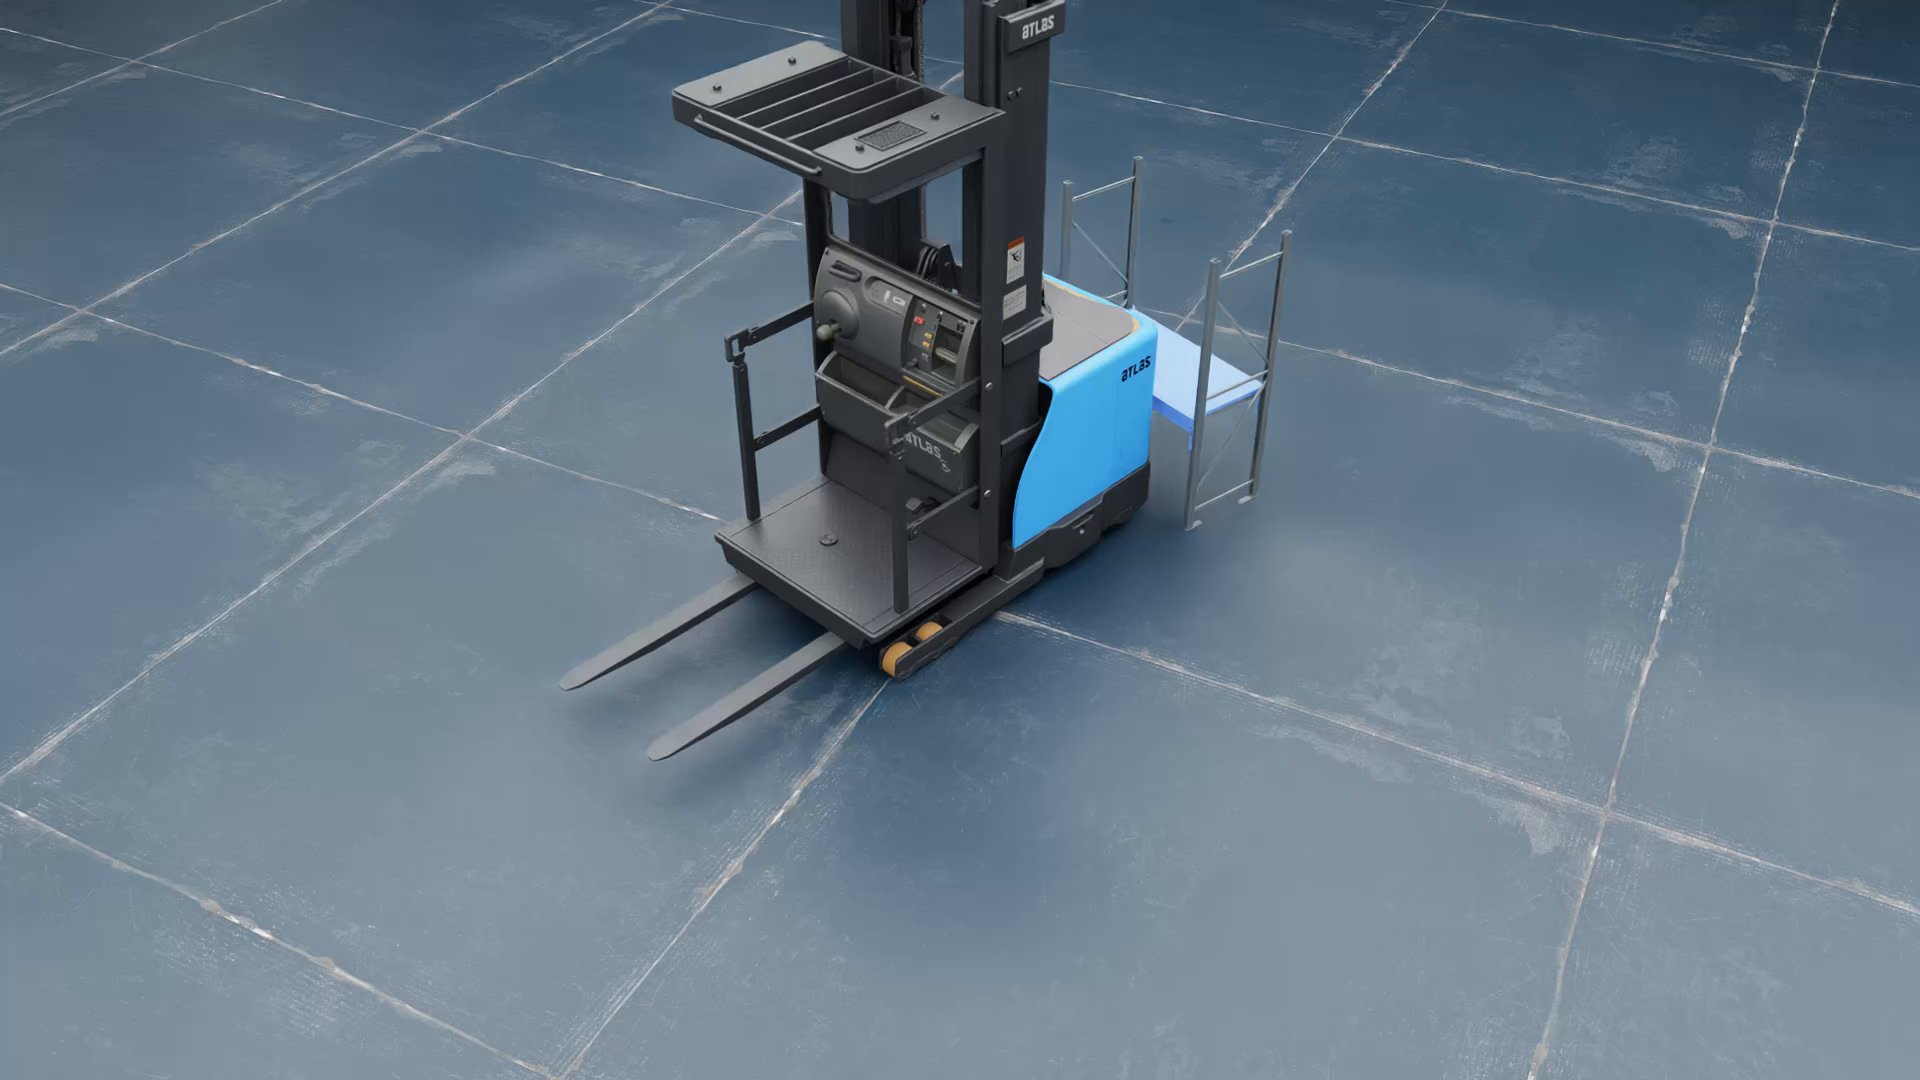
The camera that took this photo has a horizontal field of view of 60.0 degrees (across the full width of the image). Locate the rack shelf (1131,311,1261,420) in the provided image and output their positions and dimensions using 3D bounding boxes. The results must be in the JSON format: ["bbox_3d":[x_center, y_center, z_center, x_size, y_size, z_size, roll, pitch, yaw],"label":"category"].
[{"bbox_3d":[1.016,-0.877,8.402,0.459,0.062,0.952,-25,44,-29],"label":"rack shelf"}]

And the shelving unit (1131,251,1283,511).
[{"bbox_3d":[1.029,-0.973,8.311,0.475,1.308,0.991,-25,44,-29],"label":"shelving unit"}]

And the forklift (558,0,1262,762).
[{"bbox_3d":[-8.270,-1.302,7.009,13.291,3.598,14.776,30,46,33],"label":"forklift"}]

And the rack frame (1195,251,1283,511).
[{"bbox_3d":[1.325,-0.738,8.001,0.475,1.308,0.013,-25,44,-29],"label":"rack frame"}]
